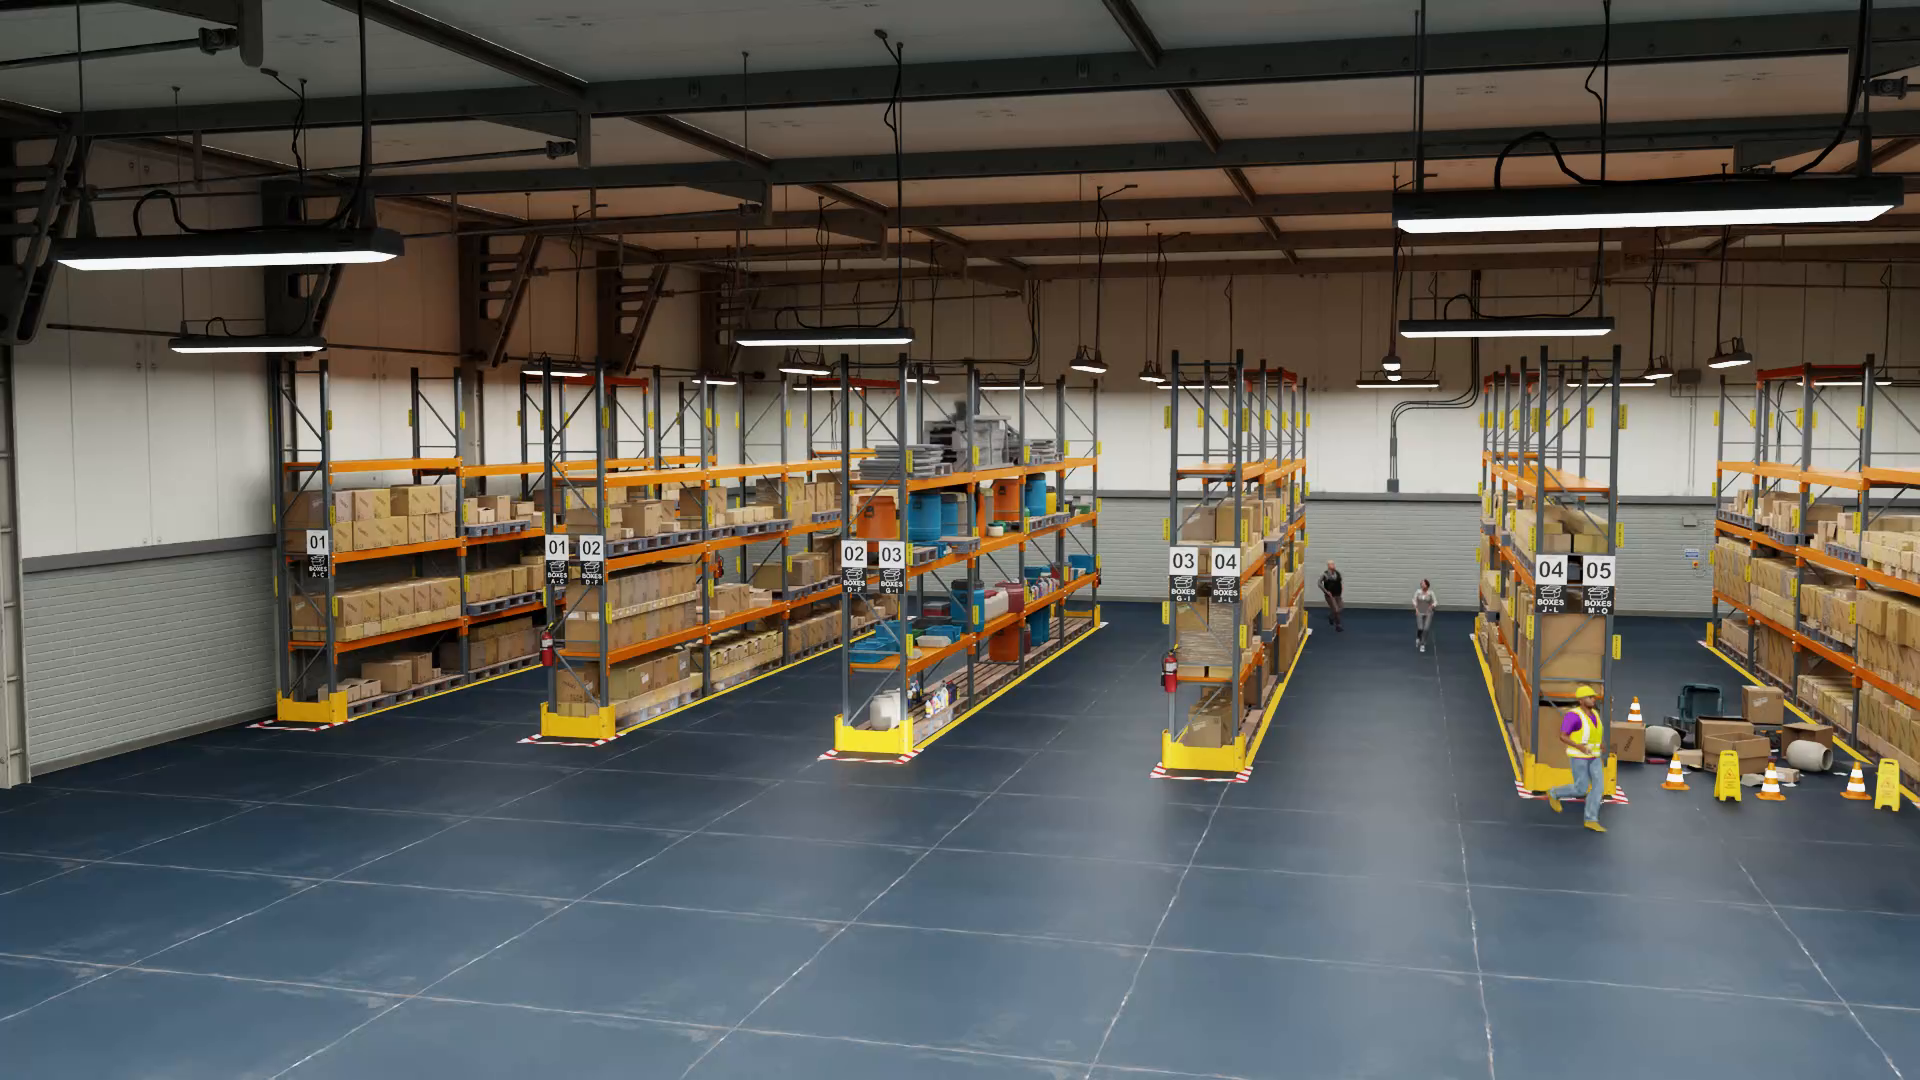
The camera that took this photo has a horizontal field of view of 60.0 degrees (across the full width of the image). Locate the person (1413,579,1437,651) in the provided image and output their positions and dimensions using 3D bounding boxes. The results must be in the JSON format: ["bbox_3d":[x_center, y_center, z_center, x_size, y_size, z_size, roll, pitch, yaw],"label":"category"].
[{"bbox_3d":[10.077,1.633,36.076,0.523,1.568,0.549,1,4,18],"label":"person"}]

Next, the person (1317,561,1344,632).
[{"bbox_3d":[8.829,1.323,39.559,0.664,1.683,0.711,-2,4,-21],"label":"person"}]

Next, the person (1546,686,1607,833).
[{"bbox_3d":[7.667,2.671,20.506,0.702,1.763,0.840,-2,5,-30],"label":"person"}]
